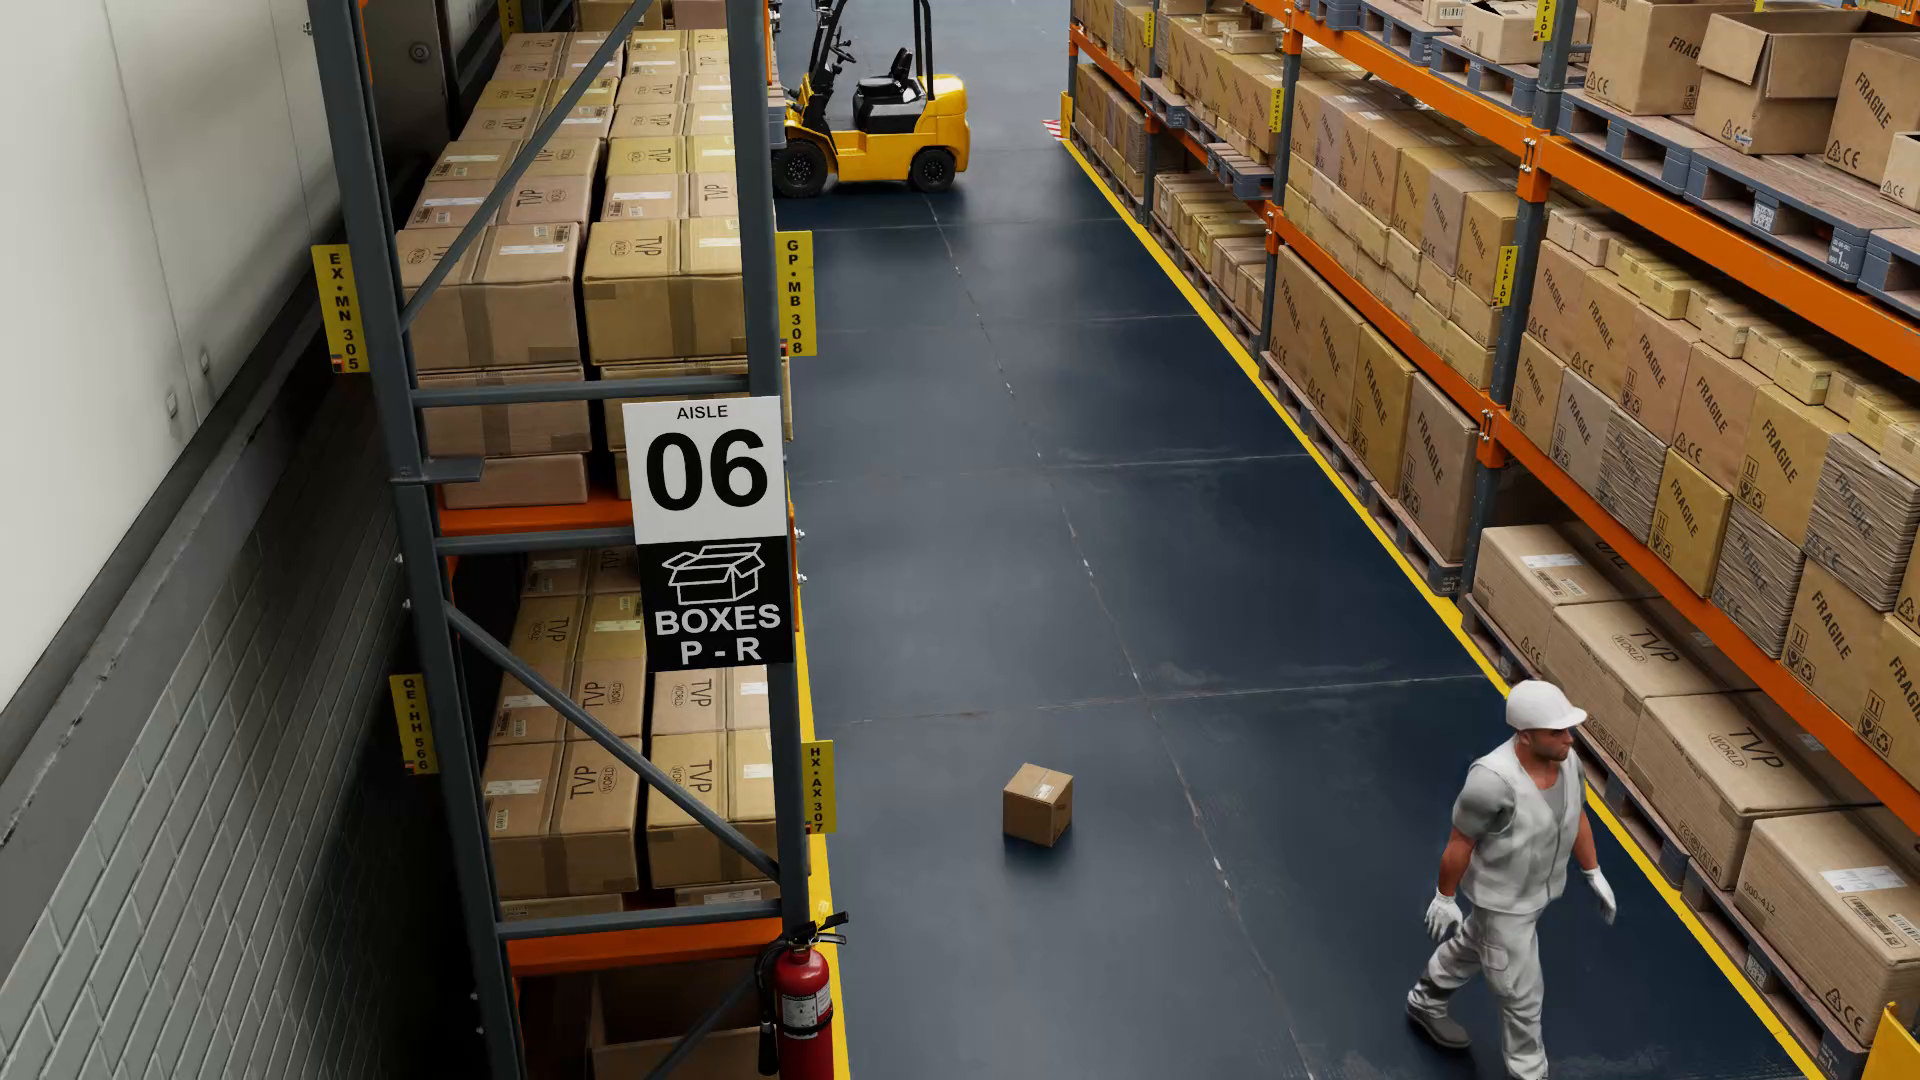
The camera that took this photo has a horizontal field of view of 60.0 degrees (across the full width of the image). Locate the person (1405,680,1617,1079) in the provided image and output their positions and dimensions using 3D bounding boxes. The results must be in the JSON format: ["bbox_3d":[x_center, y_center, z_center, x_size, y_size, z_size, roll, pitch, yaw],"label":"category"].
[{"bbox_3d":[2.084,1.300,5.988,0.600,1.739,0.958,-20,33,-33],"label":"person"}]
